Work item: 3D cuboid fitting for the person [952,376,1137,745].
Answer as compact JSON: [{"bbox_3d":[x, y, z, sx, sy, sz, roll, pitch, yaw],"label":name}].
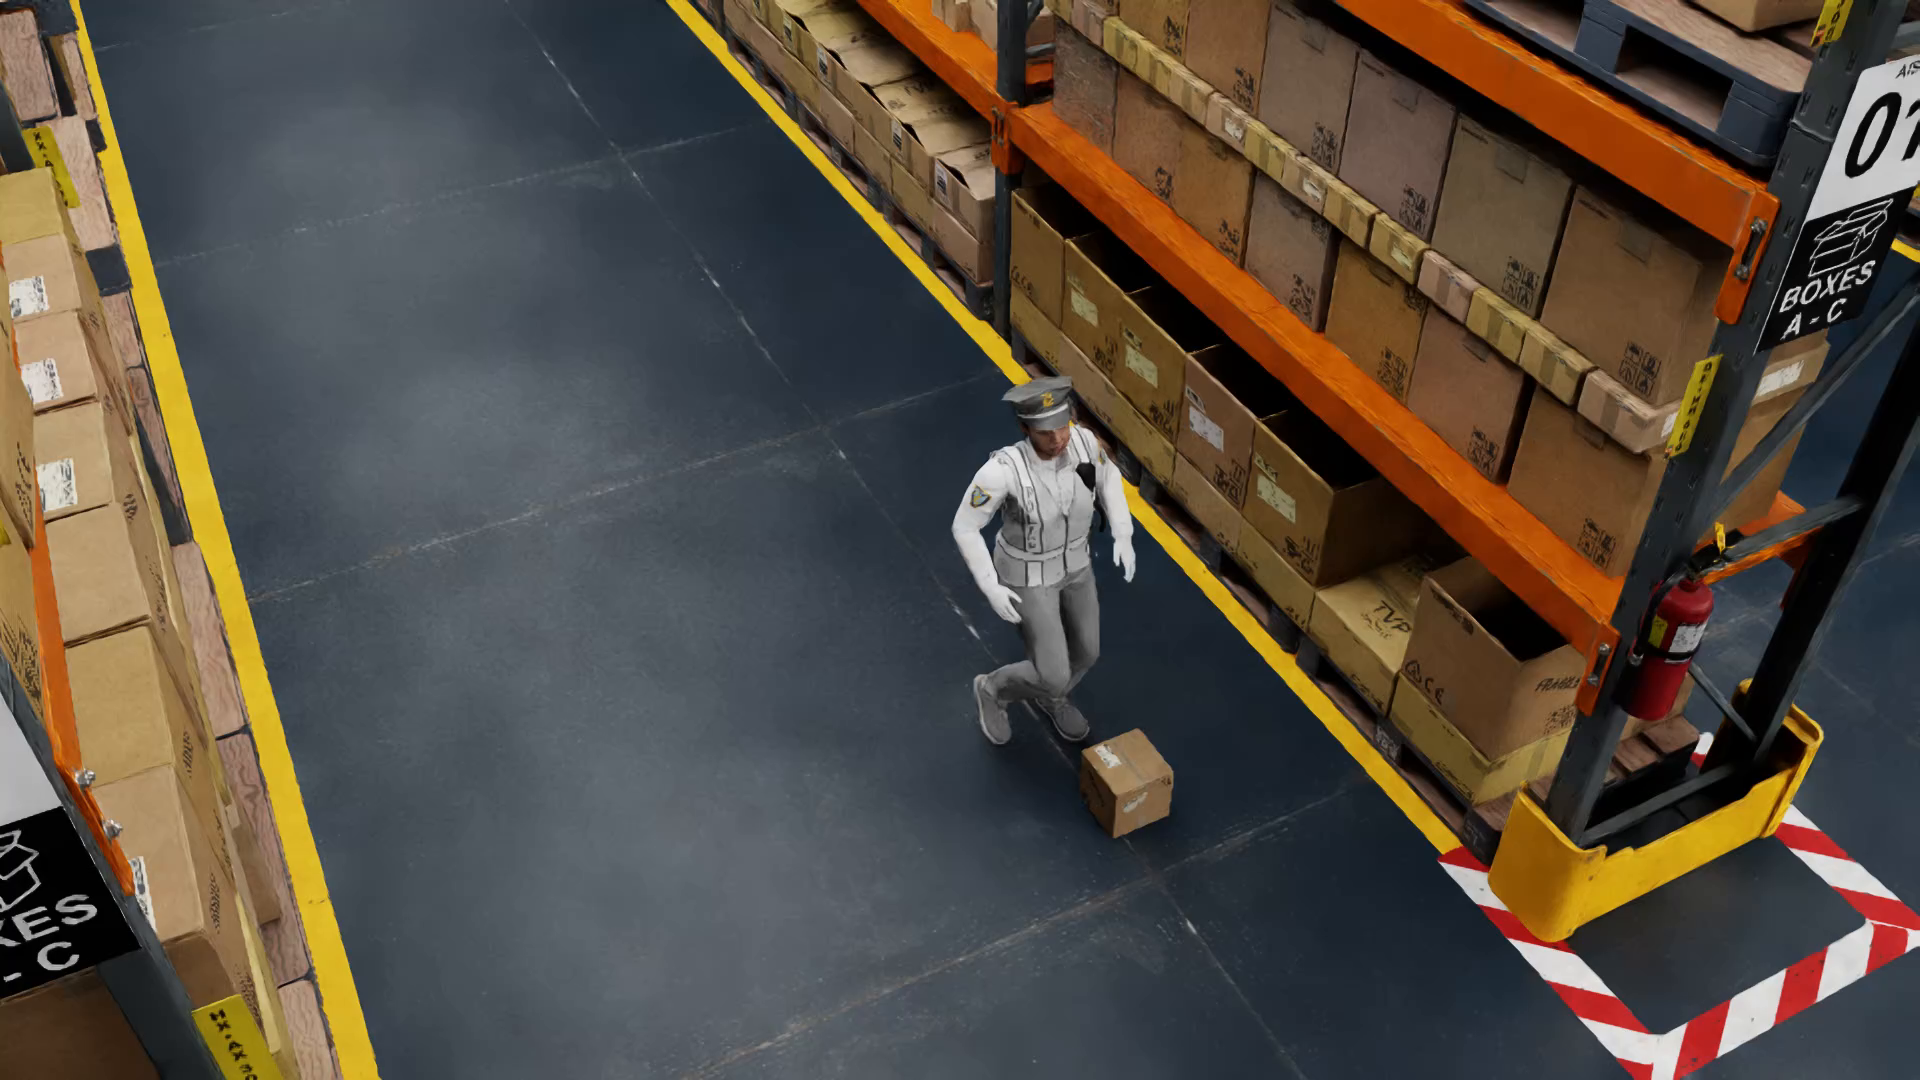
[{"bbox_3d":[0.349,0.117,6.024,0.671,1.663,0.467,-28,48,-28],"label":"person"}]
